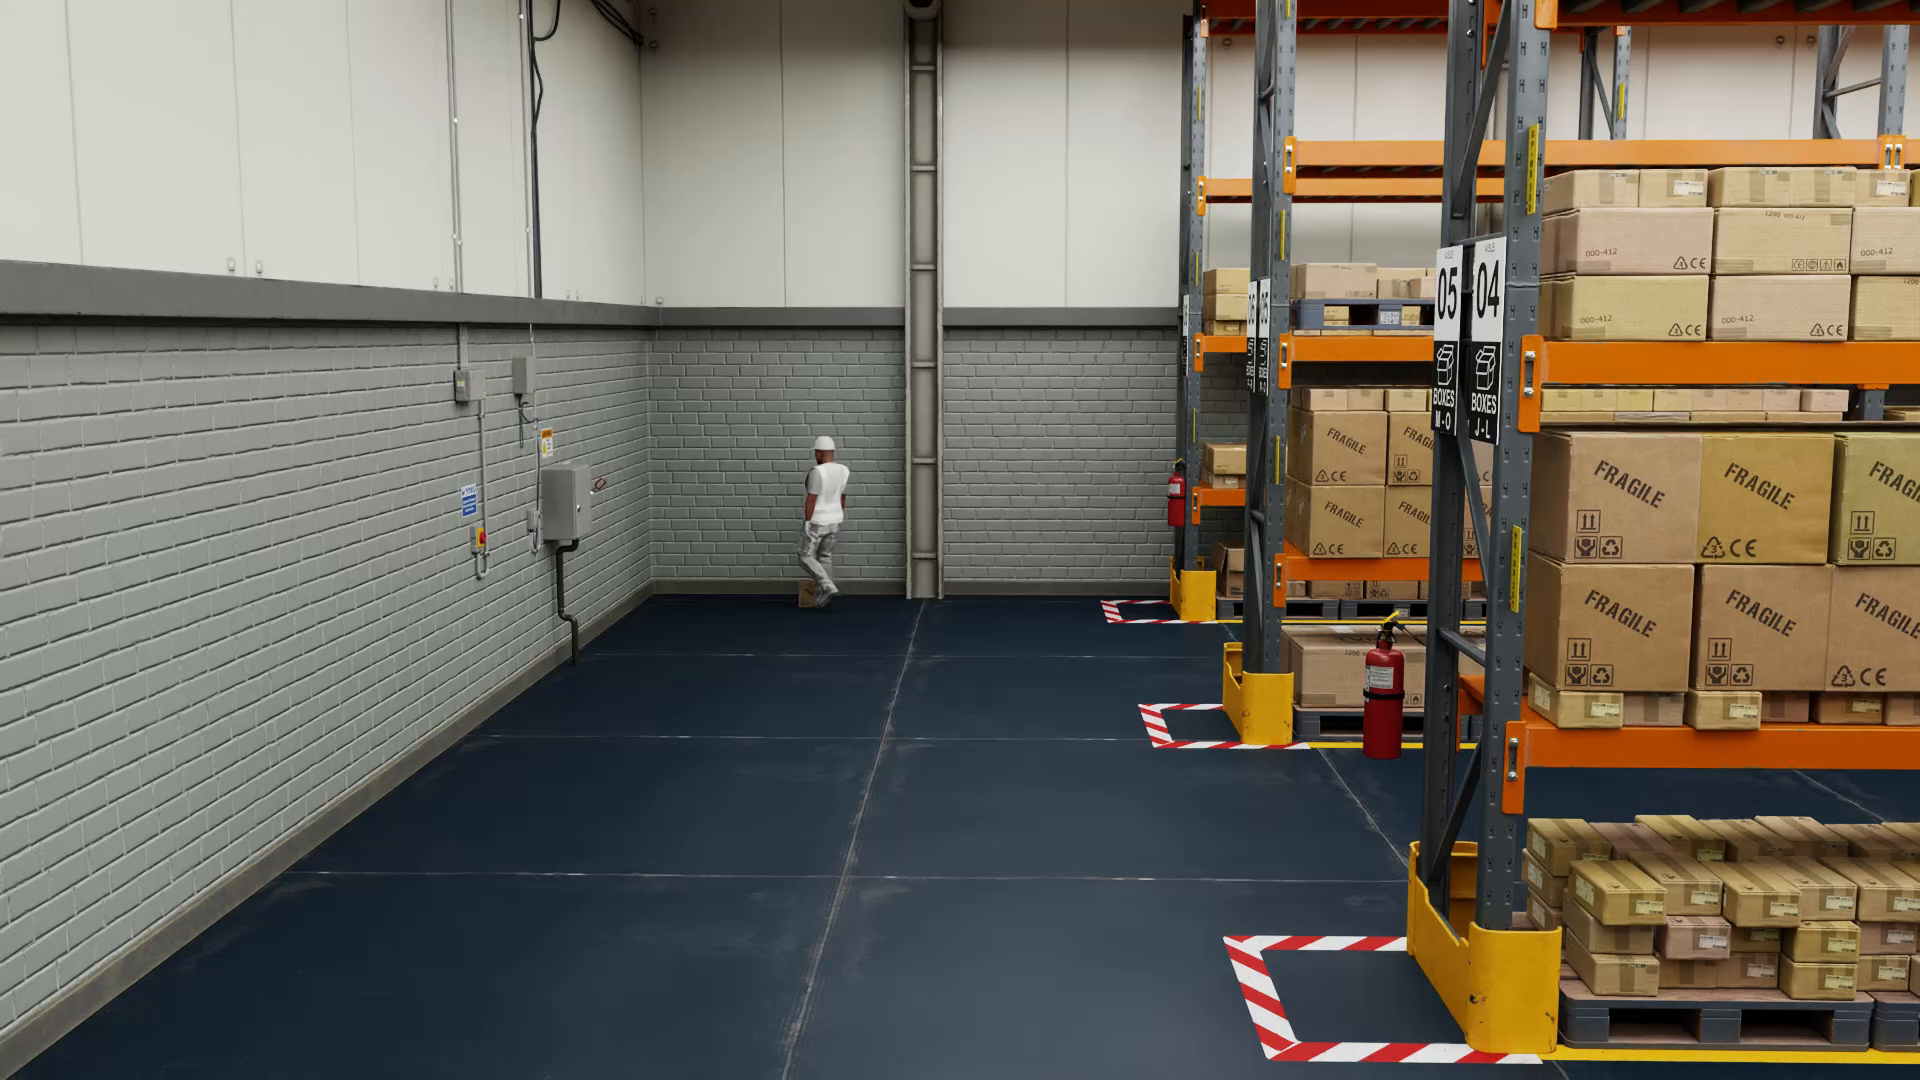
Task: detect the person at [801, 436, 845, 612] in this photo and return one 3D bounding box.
[{"bbox_3d":[-1.390,-0.165,17.027,0.483,1.809,0.646,2,7,16],"label":"person"}]
